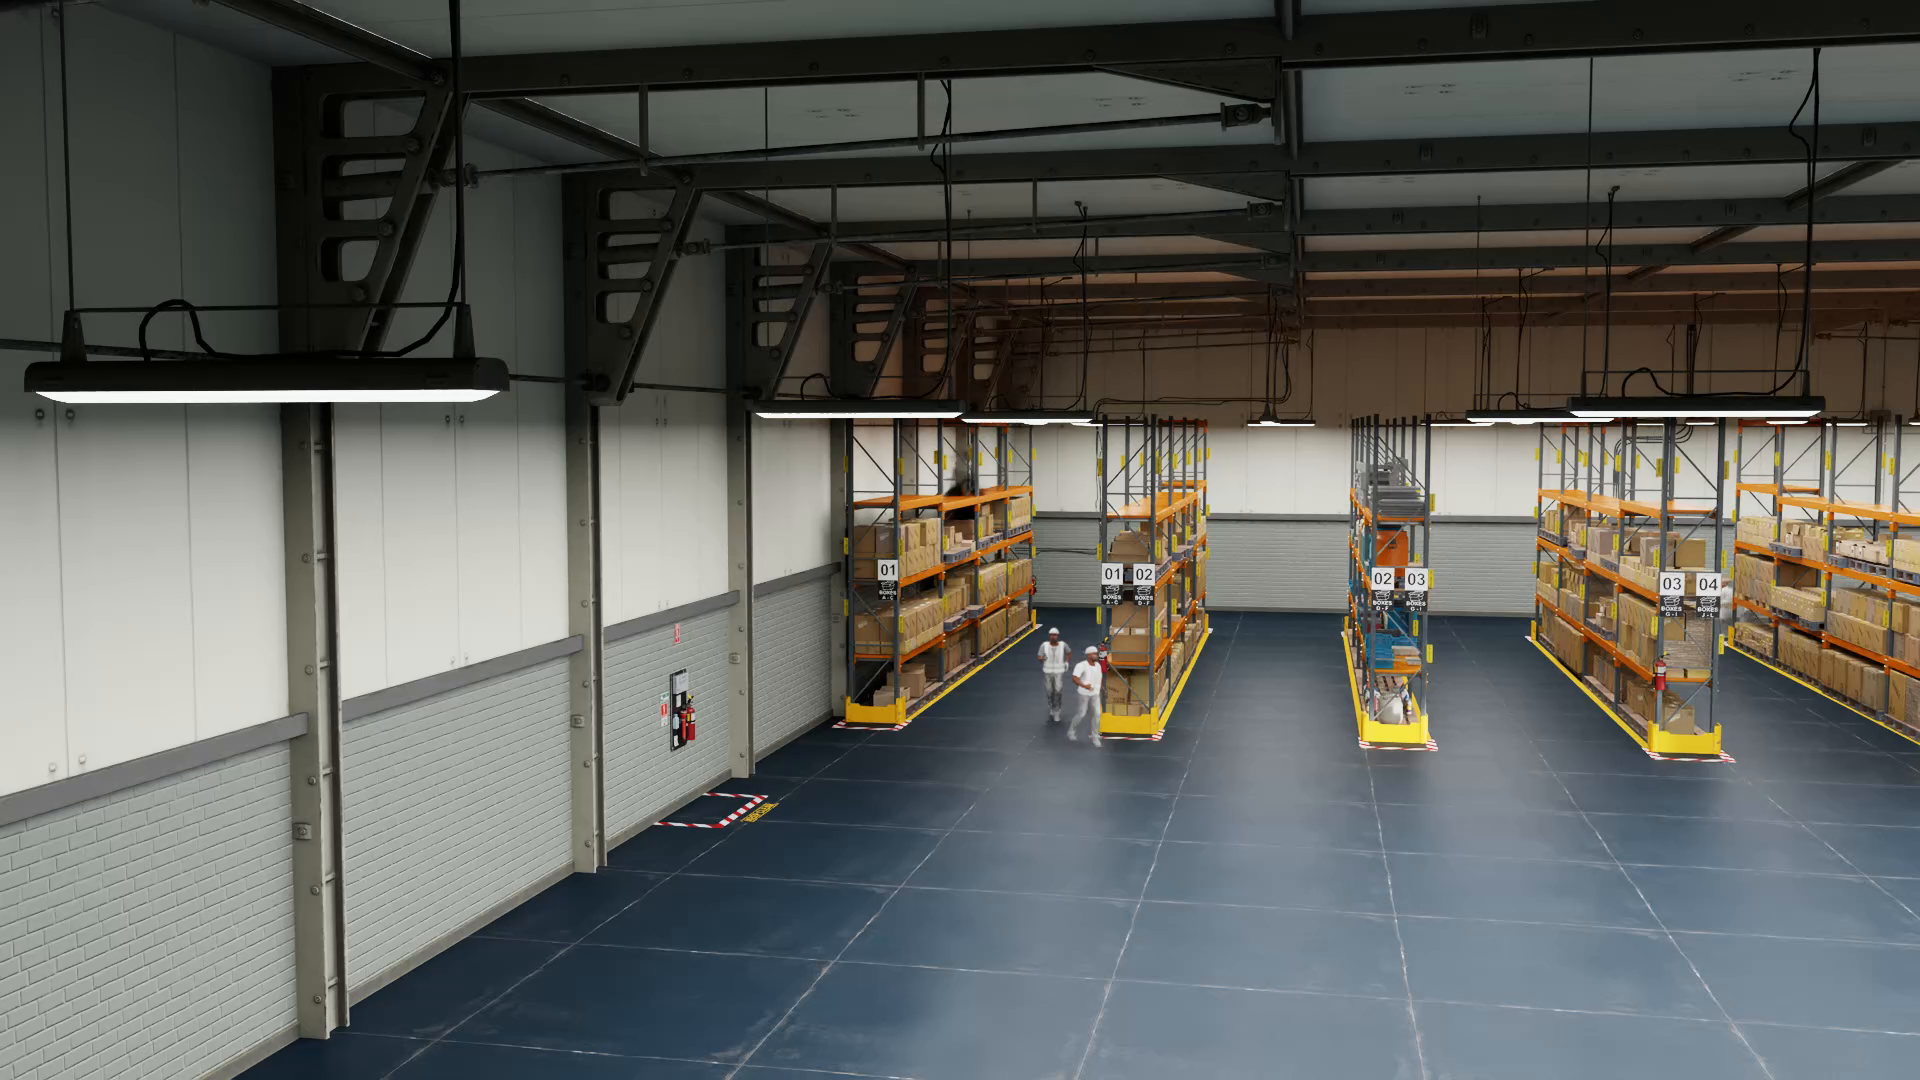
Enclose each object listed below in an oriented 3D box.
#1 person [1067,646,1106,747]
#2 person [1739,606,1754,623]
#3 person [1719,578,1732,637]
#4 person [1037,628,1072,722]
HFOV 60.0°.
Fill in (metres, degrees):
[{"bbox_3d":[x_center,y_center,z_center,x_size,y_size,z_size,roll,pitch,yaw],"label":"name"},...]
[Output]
[{"bbox_3d":[2.401,2.821,30.246,0.753,1.756,0.863,-2,4,-28],"label":"person"},{"bbox_3d":[21.372,1.906,44.961,0.643,1.664,0.646,1,4,12],"label":"person"},{"bbox_3d":[20.798,1.865,45.336,0.597,1.696,0.845,0,4,6],"label":"person"},{"bbox_3d":[1.846,2.652,32.732,0.656,1.840,0.729,1,4,10],"label":"person"}]
